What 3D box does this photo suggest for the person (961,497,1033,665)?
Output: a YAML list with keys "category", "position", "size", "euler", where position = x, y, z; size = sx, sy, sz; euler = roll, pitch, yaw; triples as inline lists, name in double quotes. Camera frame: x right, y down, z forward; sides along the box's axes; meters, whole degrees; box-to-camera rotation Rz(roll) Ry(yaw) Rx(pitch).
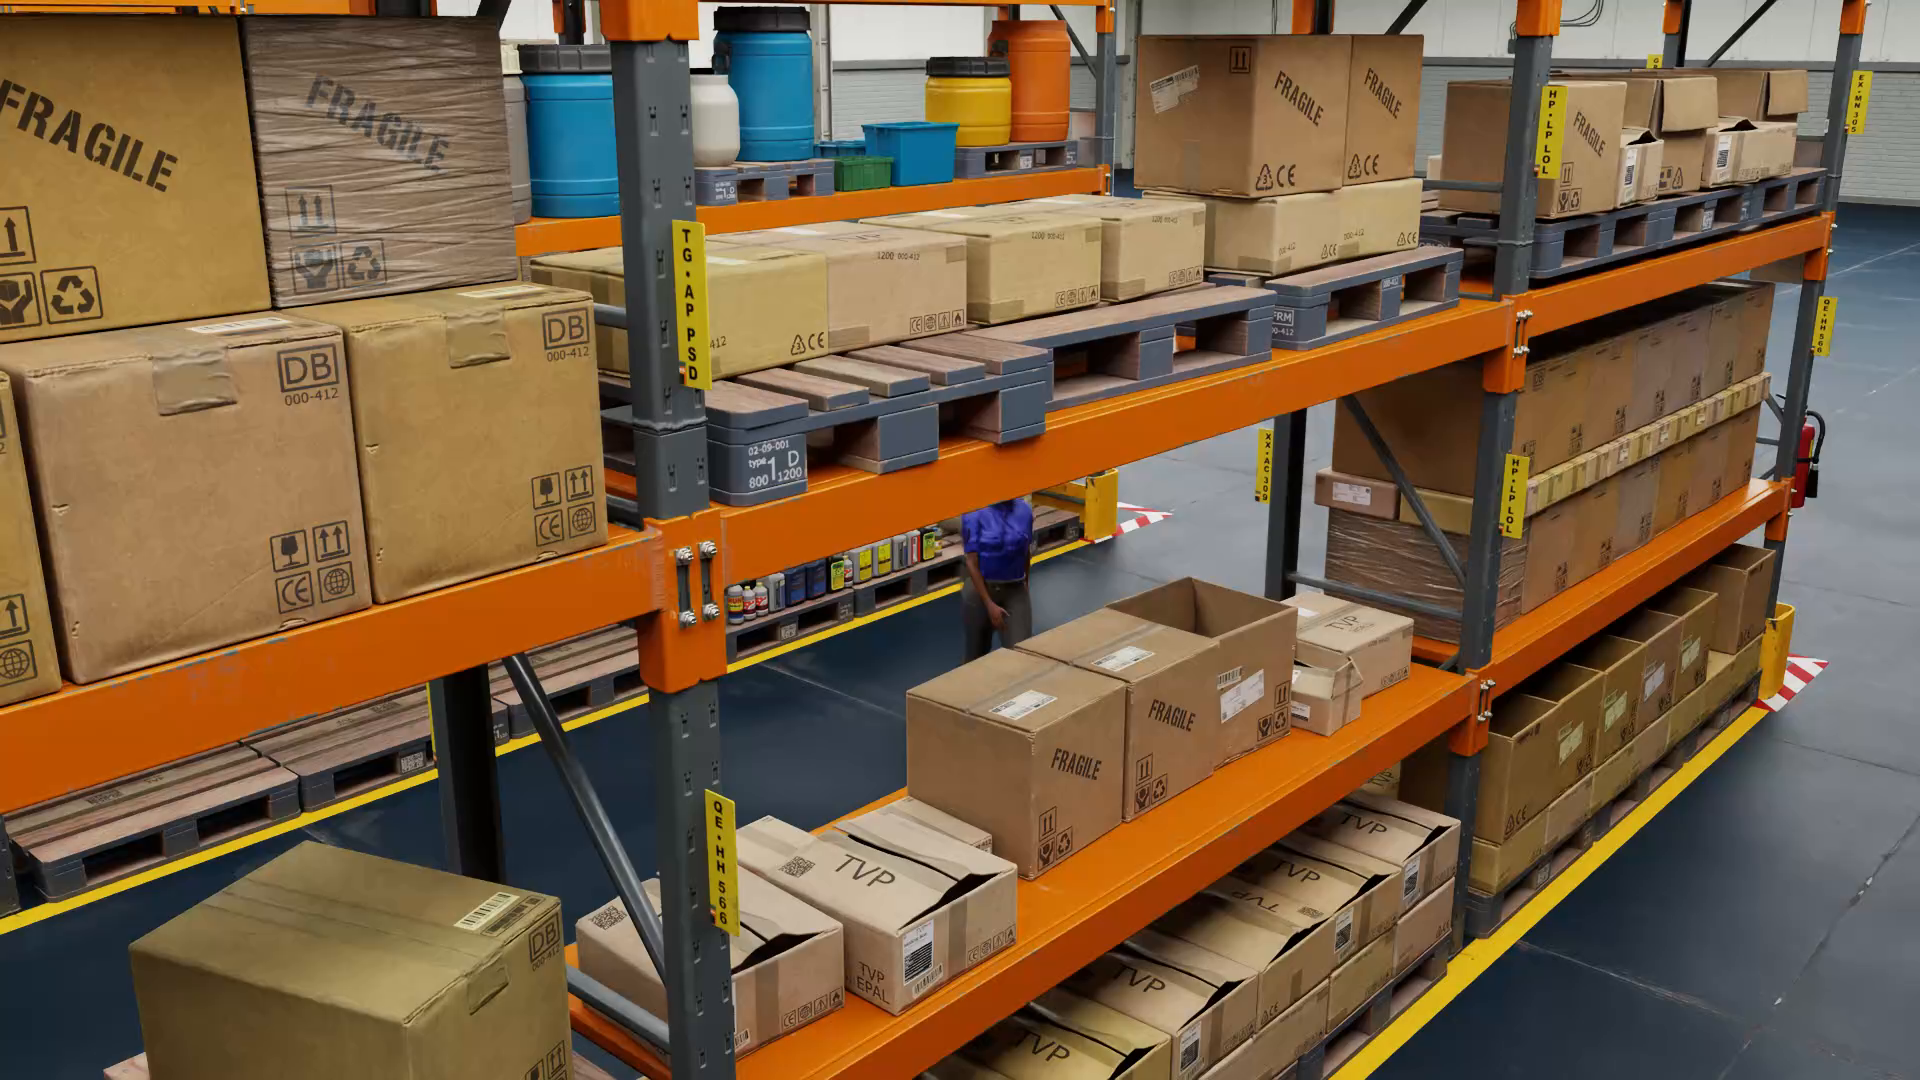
- category: "person"
  position: [0.238, 0.333, 9.034]
  size: [0.433, 1.577, 1.039]
  euler: [-5, 18, -15]
